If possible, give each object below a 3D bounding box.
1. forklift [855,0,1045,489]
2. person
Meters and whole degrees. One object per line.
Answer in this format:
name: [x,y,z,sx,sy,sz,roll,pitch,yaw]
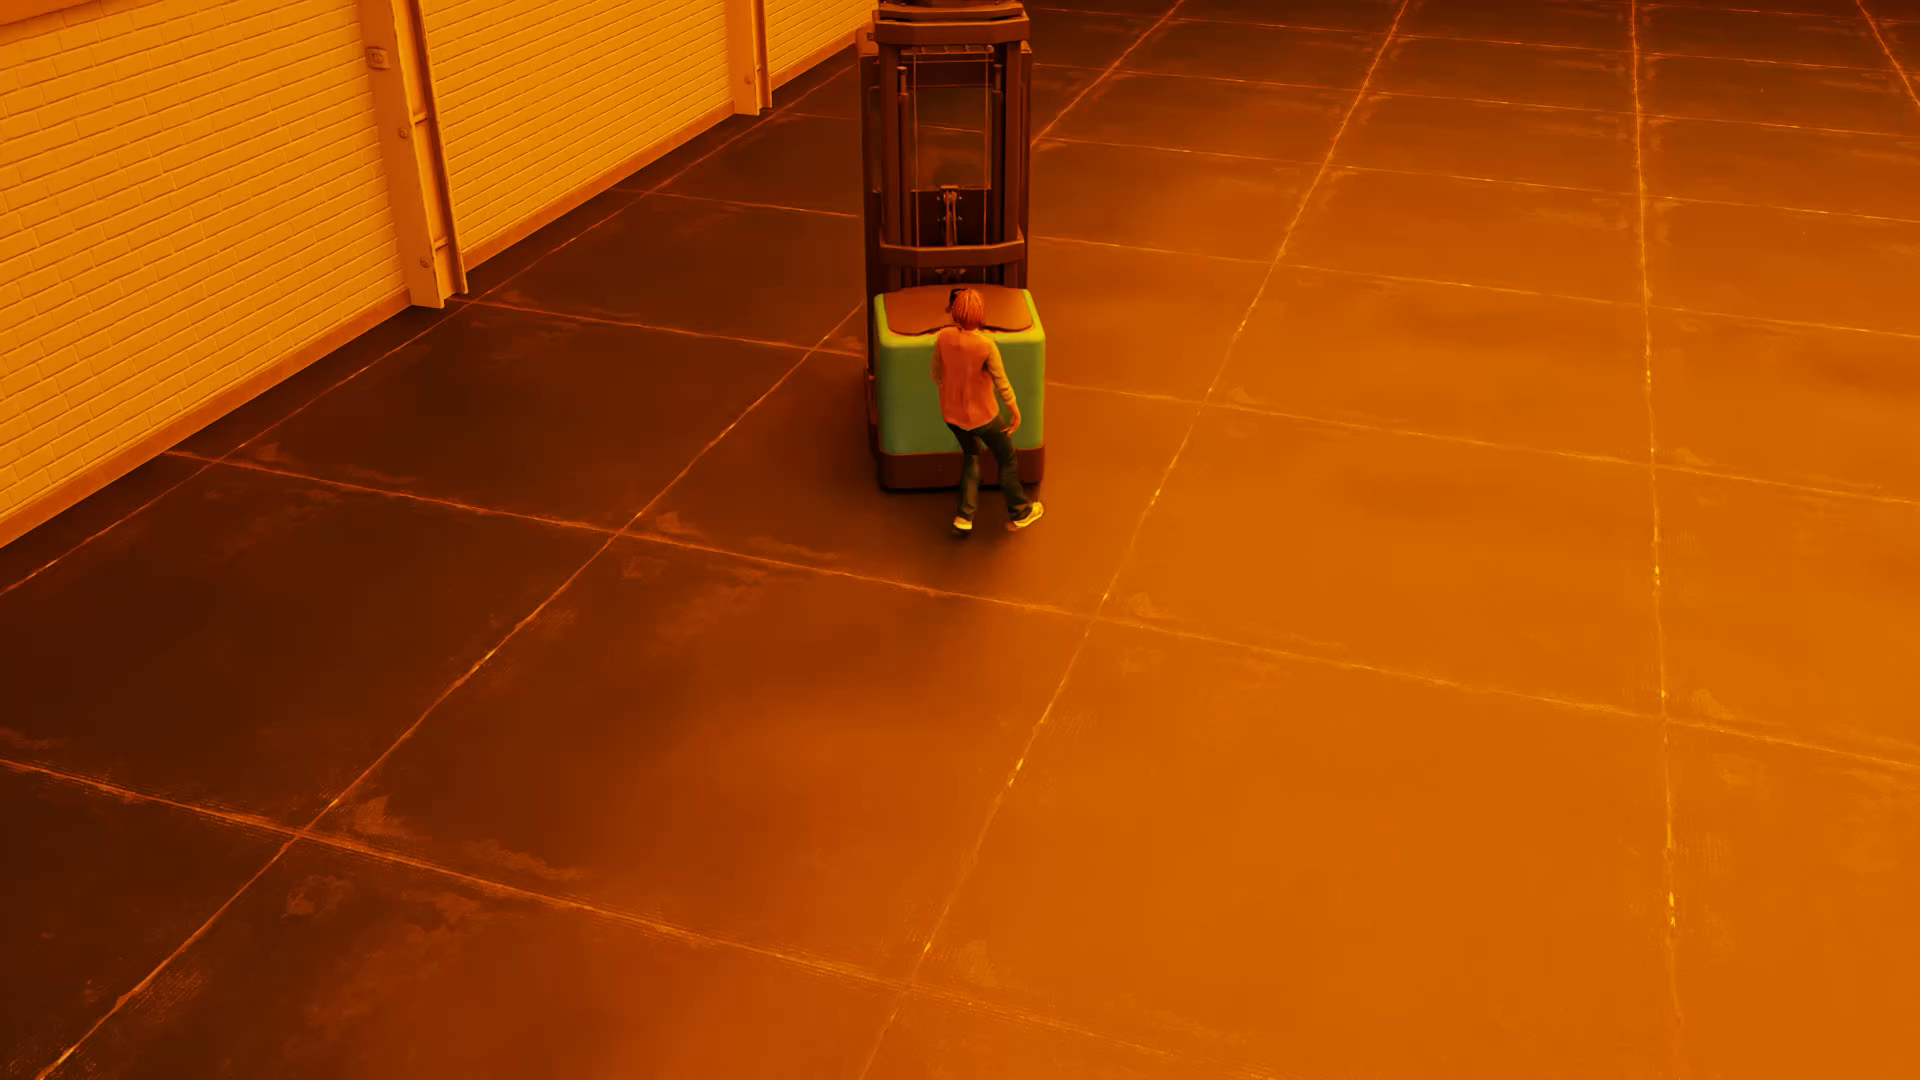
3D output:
forklift: [-0.113,-2.302,11.174,1.130,2.935,3.031,-3,30,-5]
person: [0.152,-0.804,9.933,0.575,1.547,0.597,19,35,30]
